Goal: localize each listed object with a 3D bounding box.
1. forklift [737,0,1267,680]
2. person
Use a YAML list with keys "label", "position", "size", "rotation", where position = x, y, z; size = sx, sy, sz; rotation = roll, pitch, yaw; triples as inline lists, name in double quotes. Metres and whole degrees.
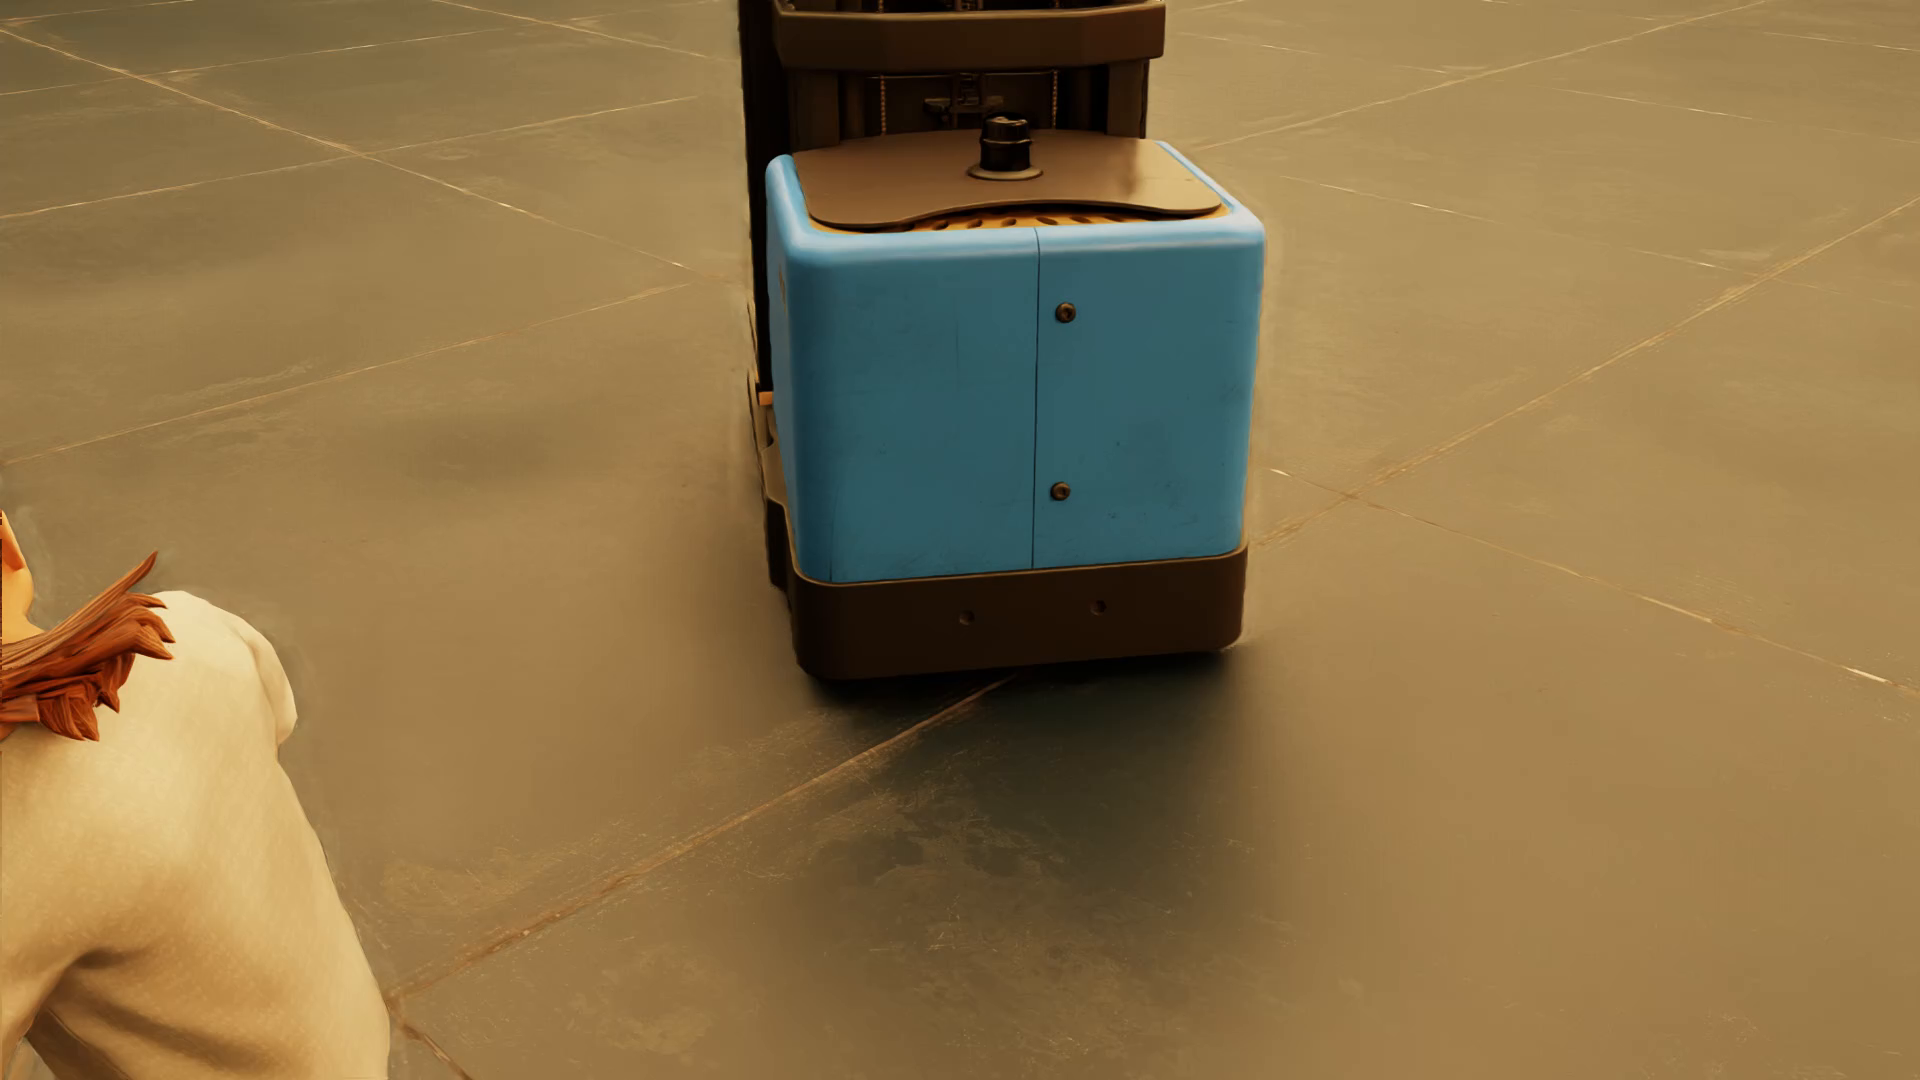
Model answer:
- label: "forklift"
  position: [-0.076, -1.624, 4.525]
  size: [1.130, 2.935, 3.031]
  rotation: [-4, 26, -8]
- label: "person"
  position: [-0.879, 0.557, 1.669]
  size: [0.802, 1.542, 0.774]
  rotation: [-7, 27, -14]
